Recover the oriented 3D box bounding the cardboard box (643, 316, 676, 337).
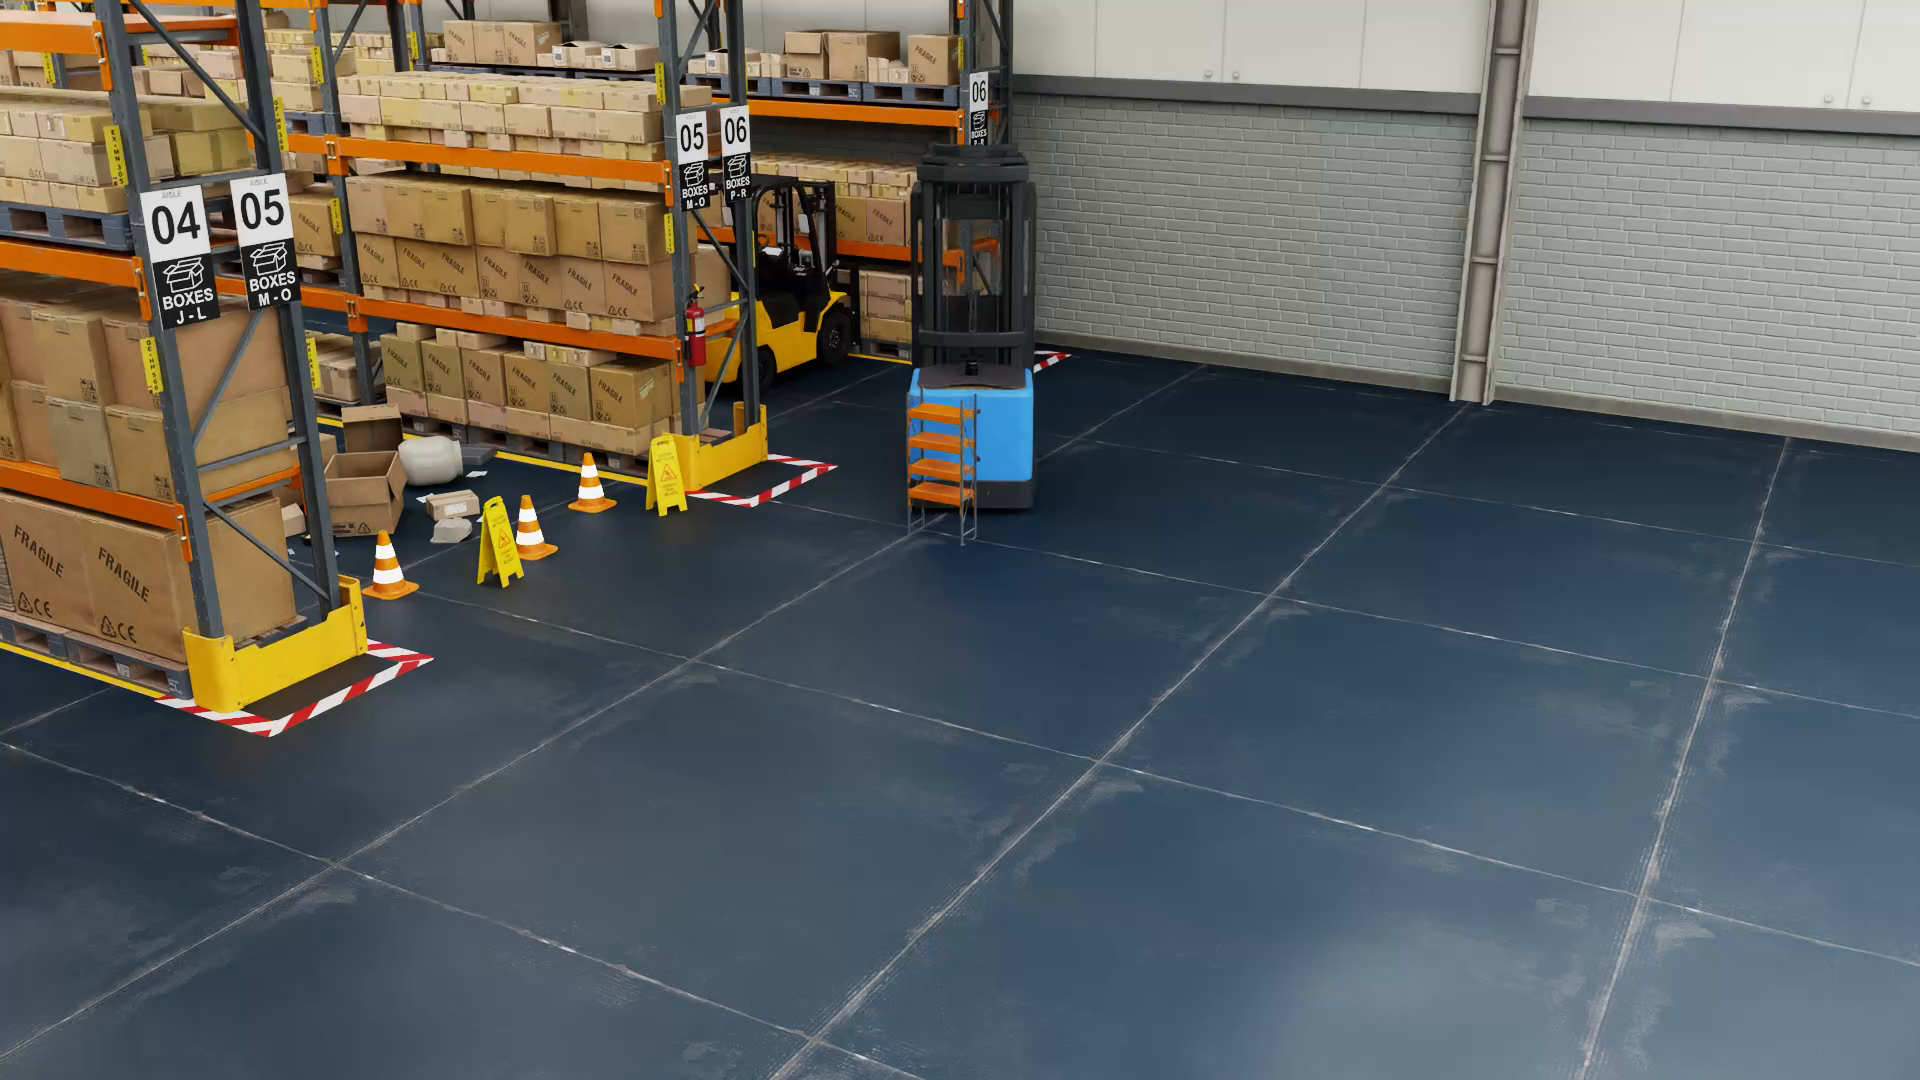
[{"bbox_3d":[-2.559,-1.896,14.563,0.250,0.149,0.380,12,23,29],"label":"cardboard box"}]

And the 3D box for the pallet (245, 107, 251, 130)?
[{"bbox_3d":[-7.014,-4.309,16.722,1.003,0.211,1.213,11,23,27],"label":"pallet"}]

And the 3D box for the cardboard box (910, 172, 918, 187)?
[{"bbox_3d":[-0.357,-4.015,18.500,0.250,0.149,0.380,11,23,27],"label":"cardboard box"}]

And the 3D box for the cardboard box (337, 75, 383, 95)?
[{"bbox_3d":[-5.504,-4.199,15.341,0.250,0.149,0.380,10,22,26],"label":"cardboard box"}]

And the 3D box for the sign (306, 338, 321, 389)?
[{"bbox_3d":[-4.178,-1.134,10.707,0.005,0.325,0.100,11,23,27],"label":"sign"}]

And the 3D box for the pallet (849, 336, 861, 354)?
[{"bbox_3d":[-1.460,-2.502,19.951,1.213,0.211,1.003,11,23,27],"label":"pallet"}]

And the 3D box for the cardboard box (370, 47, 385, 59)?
[{"bbox_3d":[-7.555,-6.439,21.954,0.250,0.149,0.380,11,23,28],"label":"cardboard box"}]

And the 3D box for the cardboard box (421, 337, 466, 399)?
[{"bbox_3d":[-4.764,-1.675,15.900,0.500,0.500,0.500,12,23,29],"label":"cardboard box"}]

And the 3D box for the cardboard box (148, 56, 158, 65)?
[{"bbox_3d":[-11.518,-6.938,24.063,0.250,0.149,0.380,12,23,29],"label":"cardboard box"}]

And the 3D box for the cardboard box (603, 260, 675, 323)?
[{"bbox_3d":[-2.736,-2.211,14.479,0.500,0.500,0.500,10,22,26],"label":"cardboard box"}]

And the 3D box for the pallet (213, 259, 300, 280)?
[{"bbox_3d":[-7.364,-2.939,17.351,1.213,0.211,1.003,11,23,27],"label":"pallet"}]

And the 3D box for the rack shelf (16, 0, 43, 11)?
[{"bbox_3d":[-10.858,-5.973,18.277,4.000,0.370,1.077,11,23,27],"label":"rack shelf"}]

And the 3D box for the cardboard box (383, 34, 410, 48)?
[{"bbox_3d":[-7.317,-6.536,21.785,0.250,0.149,0.380,10,22,25],"label":"cardboard box"}]

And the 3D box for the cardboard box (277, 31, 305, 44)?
[{"bbox_3d":[-8.982,-6.792,22.462,0.250,0.149,0.380,11,23,28],"label":"cardboard box"}]

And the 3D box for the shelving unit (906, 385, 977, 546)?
[{"bbox_3d":[-0.145,-0.592,13.236,0.503,1.200,0.258,11,23,27],"label":"shelving unit"}]

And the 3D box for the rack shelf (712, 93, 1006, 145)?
[{"bbox_3d":[-1.457,-4.899,19.128,4.000,0.370,1.077,11,23,27],"label":"rack shelf"}]

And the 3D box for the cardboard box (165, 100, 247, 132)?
[{"bbox_3d":[-4.590,-2.587,10.136,0.250,0.149,0.380,11,23,28],"label":"cardboard box"}]

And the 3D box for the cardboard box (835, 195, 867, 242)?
[{"bbox_3d":[-1.164,-3.719,19.073,0.500,0.500,0.500,10,22,26],"label":"cardboard box"}]

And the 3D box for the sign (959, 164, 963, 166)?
[{"bbox_3d":[0.013,-3.991,17.923,0.005,0.325,0.100,11,23,27],"label":"sign"}]

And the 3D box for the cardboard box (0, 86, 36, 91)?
[{"bbox_3d":[-6.370,-2.926,11.071,0.250,0.149,0.380,10,22,27],"label":"cardboard box"}]

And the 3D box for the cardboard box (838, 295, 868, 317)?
[{"bbox_3d":[-1.182,-2.788,19.336,0.500,0.250,0.500,10,22,26],"label":"cardboard box"}]

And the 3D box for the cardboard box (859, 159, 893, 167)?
[{"bbox_3d":[-0.981,-4.354,19.435,0.250,0.149,0.380,10,22,26],"label":"cardboard box"}]

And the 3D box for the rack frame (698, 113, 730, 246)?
[{"bbox_3d":[-3.203,-4.160,20.433,0.127,3.000,1.000,11,23,27],"label":"rack frame"}]

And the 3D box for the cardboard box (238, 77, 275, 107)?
[{"bbox_3d":[-6.640,-4.358,16.185,0.500,0.250,0.500,11,23,28],"label":"cardboard box"}]

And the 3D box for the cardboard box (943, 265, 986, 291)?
[{"bbox_3d":[-0.038,-3.006,19.202,0.500,0.250,0.500,10,22,26],"label":"cardboard box"}]

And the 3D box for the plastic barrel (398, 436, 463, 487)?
[{"bbox_3d":[-4.670,-0.698,14.668,0.512,0.421,0.421,-7,21,-20],"label":"plastic barrel"}]

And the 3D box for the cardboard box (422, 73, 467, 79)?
[{"bbox_3d":[-4.789,-4.270,15.538,0.250,0.149,0.380,11,23,29],"label":"cardboard box"}]

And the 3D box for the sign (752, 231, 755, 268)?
[{"bbox_3d":[-1.864,-2.585,14.822,0.005,0.325,0.100,11,23,27],"label":"sign"}]

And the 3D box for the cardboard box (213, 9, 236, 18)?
[{"bbox_3d":[-10.094,-7.207,22.998,0.258,0.266,0.396,11,22,27],"label":"cardboard box"}]

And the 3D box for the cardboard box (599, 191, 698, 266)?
[{"bbox_3d":[-2.680,-2.693,14.341,0.500,0.500,0.700,10,22,26],"label":"cardboard box"}]

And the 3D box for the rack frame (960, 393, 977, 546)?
[{"bbox_3d":[0.069,-0.551,13.125,0.015,1.200,0.240,11,23,27],"label":"rack frame"}]

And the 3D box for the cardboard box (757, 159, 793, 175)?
[{"bbox_3d":[-2.155,-4.345,19.411,0.250,0.149,0.380,10,22,26],"label":"cardboard box"}]

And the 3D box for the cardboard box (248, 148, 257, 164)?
[{"bbox_3d":[-9.874,-5.587,23.607,0.500,0.500,0.700,11,23,29],"label":"cardboard box"}]

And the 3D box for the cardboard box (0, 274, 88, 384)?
[{"bbox_3d":[-6.233,-1.424,11.088,0.500,0.550,0.875,11,23,27],"label":"cardboard box"}]

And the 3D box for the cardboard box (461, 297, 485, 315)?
[{"bbox_3d":[-4.389,-2.200,15.399,0.250,0.149,0.380,11,23,28],"label":"cardboard box"}]

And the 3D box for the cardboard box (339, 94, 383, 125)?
[{"bbox_3d":[-5.369,-4.006,15.395,0.500,0.250,0.500,10,22,26],"label":"cardboard box"}]

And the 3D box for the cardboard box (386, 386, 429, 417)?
[{"bbox_3d":[-5.237,-1.408,16.263,0.500,0.250,0.500,10,22,25],"label":"cardboard box"}]

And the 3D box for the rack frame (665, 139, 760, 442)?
[{"bbox_3d":[-2.128,-2.016,14.524,0.127,3.000,1.000,11,23,27],"label":"rack frame"}]

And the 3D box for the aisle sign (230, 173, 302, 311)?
[{"bbox_3d":[-4.246,-1.825,10.186,0.004,0.787,0.394,11,23,27],"label":"aisle sign"}]

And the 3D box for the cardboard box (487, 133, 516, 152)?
[{"bbox_3d":[-3.939,-3.526,14.657,0.250,0.149,0.380,10,22,27],"label":"cardboard box"}]

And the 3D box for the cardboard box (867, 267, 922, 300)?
[{"bbox_3d":[-0.713,-2.936,19.011,0.500,0.250,0.500,11,23,28],"label":"cardboard box"}]

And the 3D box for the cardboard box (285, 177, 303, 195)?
[{"bbox_3d":[-6.741,-3.491,16.440,0.250,0.149,0.380,10,22,26],"label":"cardboard box"}]

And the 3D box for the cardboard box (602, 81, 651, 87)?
[{"bbox_3d":[-2.938,-3.964,14.694,0.250,0.149,0.380,11,23,27],"label":"cardboard box"}]

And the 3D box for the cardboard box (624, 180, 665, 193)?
[{"bbox_3d":[-3.756,-4.330,20.389,0.500,0.250,0.500,10,22,26],"label":"cardboard box"}]

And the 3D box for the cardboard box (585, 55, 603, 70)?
[{"bbox_3d":[-4.311,-5.788,20.131,0.250,0.149,0.380,11,23,27],"label":"cardboard box"}]

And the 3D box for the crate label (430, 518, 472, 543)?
[{"bbox_3d":[-4.094,-0.083,13.393,0.298,0.136,0.250,0,20,-1],"label":"crate label"}]

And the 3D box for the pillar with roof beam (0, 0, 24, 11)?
[{"bbox_3d":[-17.693,-8.410,23.355,0.400,9.000,9.100,11,23,27],"label":"pillar with roof beam"}]

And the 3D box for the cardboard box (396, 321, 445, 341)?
[{"bbox_3d":[-5.157,-2.026,15.918,0.250,0.149,0.380,11,23,28],"label":"cardboard box"}]

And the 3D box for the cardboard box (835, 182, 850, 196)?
[{"bbox_3d":[-1.282,-4.027,18.969,0.250,0.149,0.380,11,23,28],"label":"cardboard box"}]

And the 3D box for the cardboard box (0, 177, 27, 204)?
[{"bbox_3d":[-5.574,-2.143,10.082,0.250,0.149,0.380,11,23,28],"label":"cardboard box"}]

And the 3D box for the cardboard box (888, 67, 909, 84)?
[{"bbox_3d":[-0.582,-5.078,18.173,0.250,0.149,0.380,10,22,26],"label":"cardboard box"}]

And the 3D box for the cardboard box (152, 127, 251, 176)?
[{"bbox_3d":[-4.750,-2.406,10.222,0.500,0.250,0.500,11,23,27],"label":"cardboard box"}]

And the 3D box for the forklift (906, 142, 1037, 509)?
[{"bbox_3d":[0.120,-2.091,14.832,1.130,2.935,3.031,0,20,1],"label":"forklift"}]

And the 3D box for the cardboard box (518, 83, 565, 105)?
[{"bbox_3d":[-3.627,-3.894,14.502,0.250,0.149,0.380,10,22,26],"label":"cardboard box"}]
